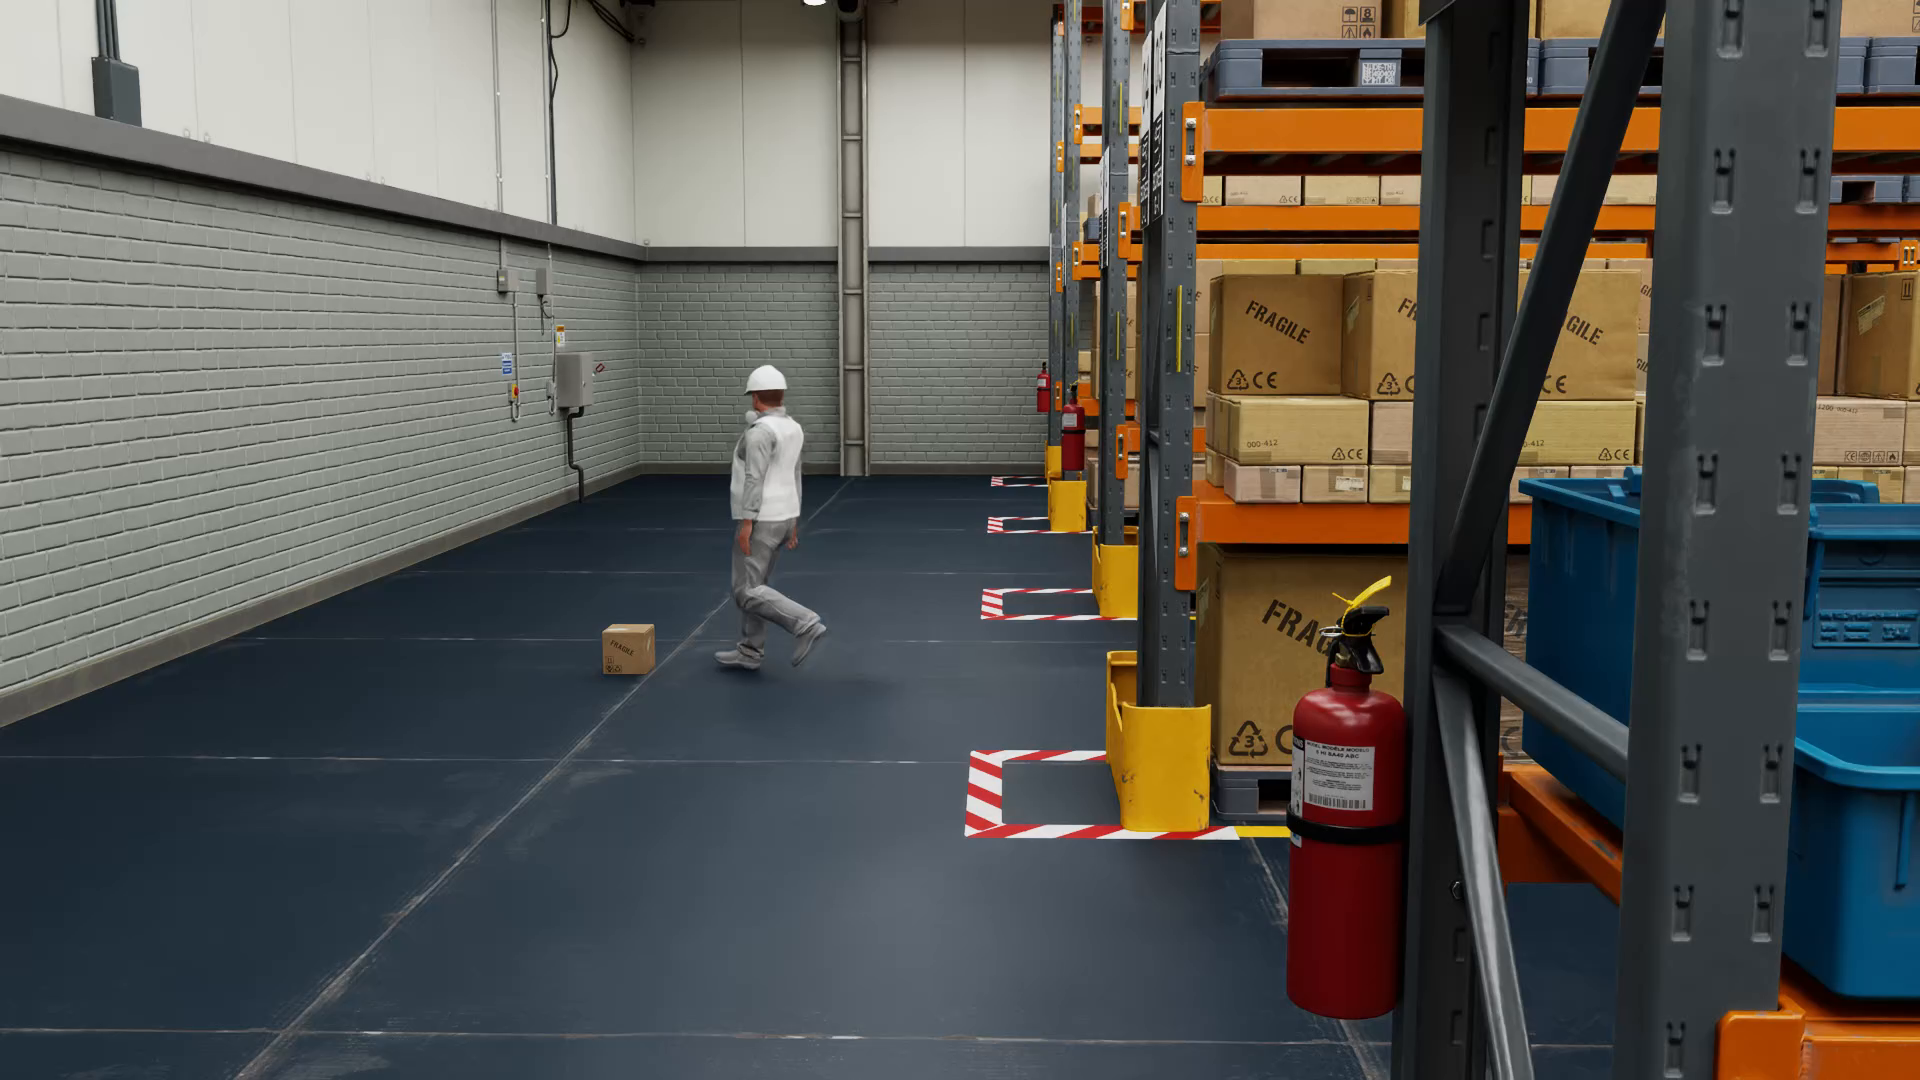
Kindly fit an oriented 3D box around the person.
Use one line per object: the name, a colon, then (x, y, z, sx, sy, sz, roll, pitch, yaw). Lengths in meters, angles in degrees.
person: (-1.102, -0.114, 9.523, 0.761, 1.759, 0.568, 2, 7, 17)
